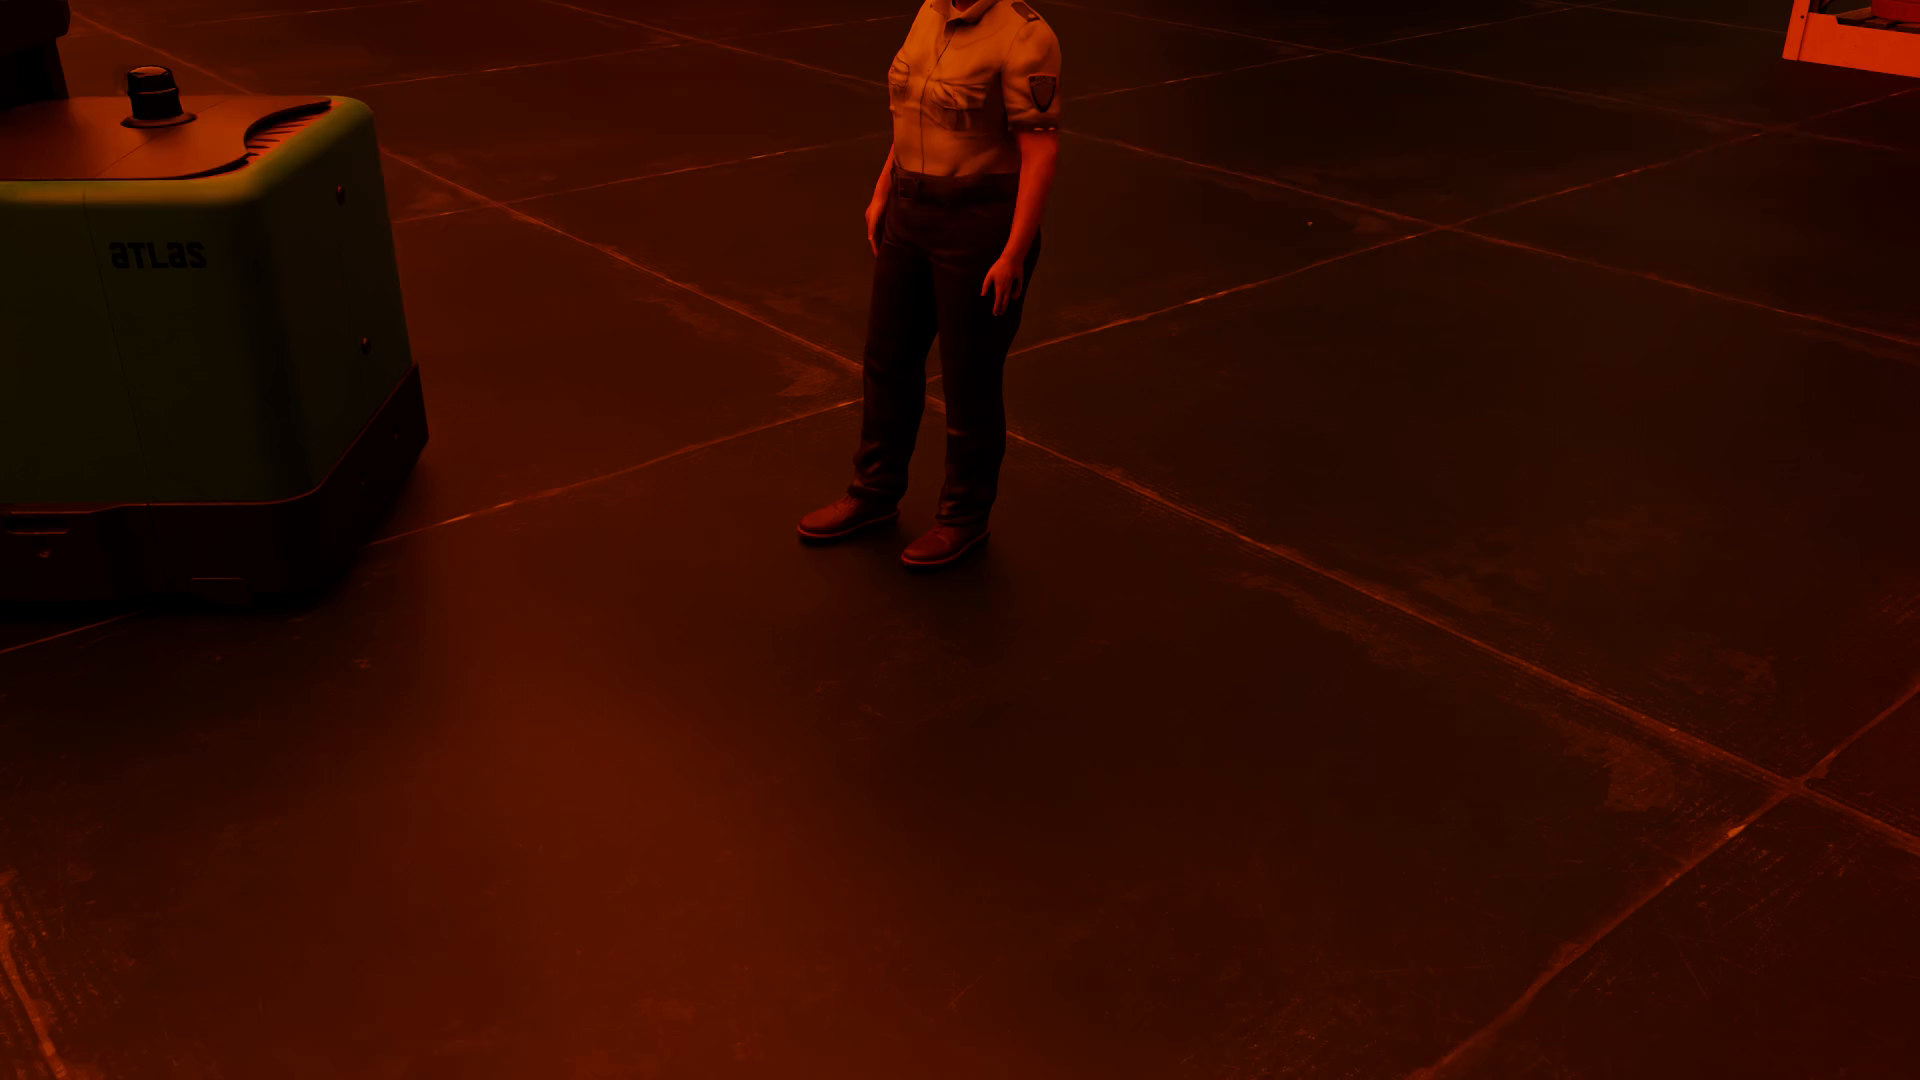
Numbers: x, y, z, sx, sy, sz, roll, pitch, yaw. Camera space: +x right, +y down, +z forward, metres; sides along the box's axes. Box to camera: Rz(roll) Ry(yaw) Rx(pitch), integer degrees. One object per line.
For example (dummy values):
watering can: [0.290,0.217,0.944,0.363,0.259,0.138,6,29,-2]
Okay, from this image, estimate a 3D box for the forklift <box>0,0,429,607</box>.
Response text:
forklift: [-3.084,-1.343,3.909,3.031,2.935,1.130,0,26,-1]

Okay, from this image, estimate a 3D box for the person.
person: [-0.083,-0.728,4.096,0.503,1.651,0.598,-20,33,-35]
